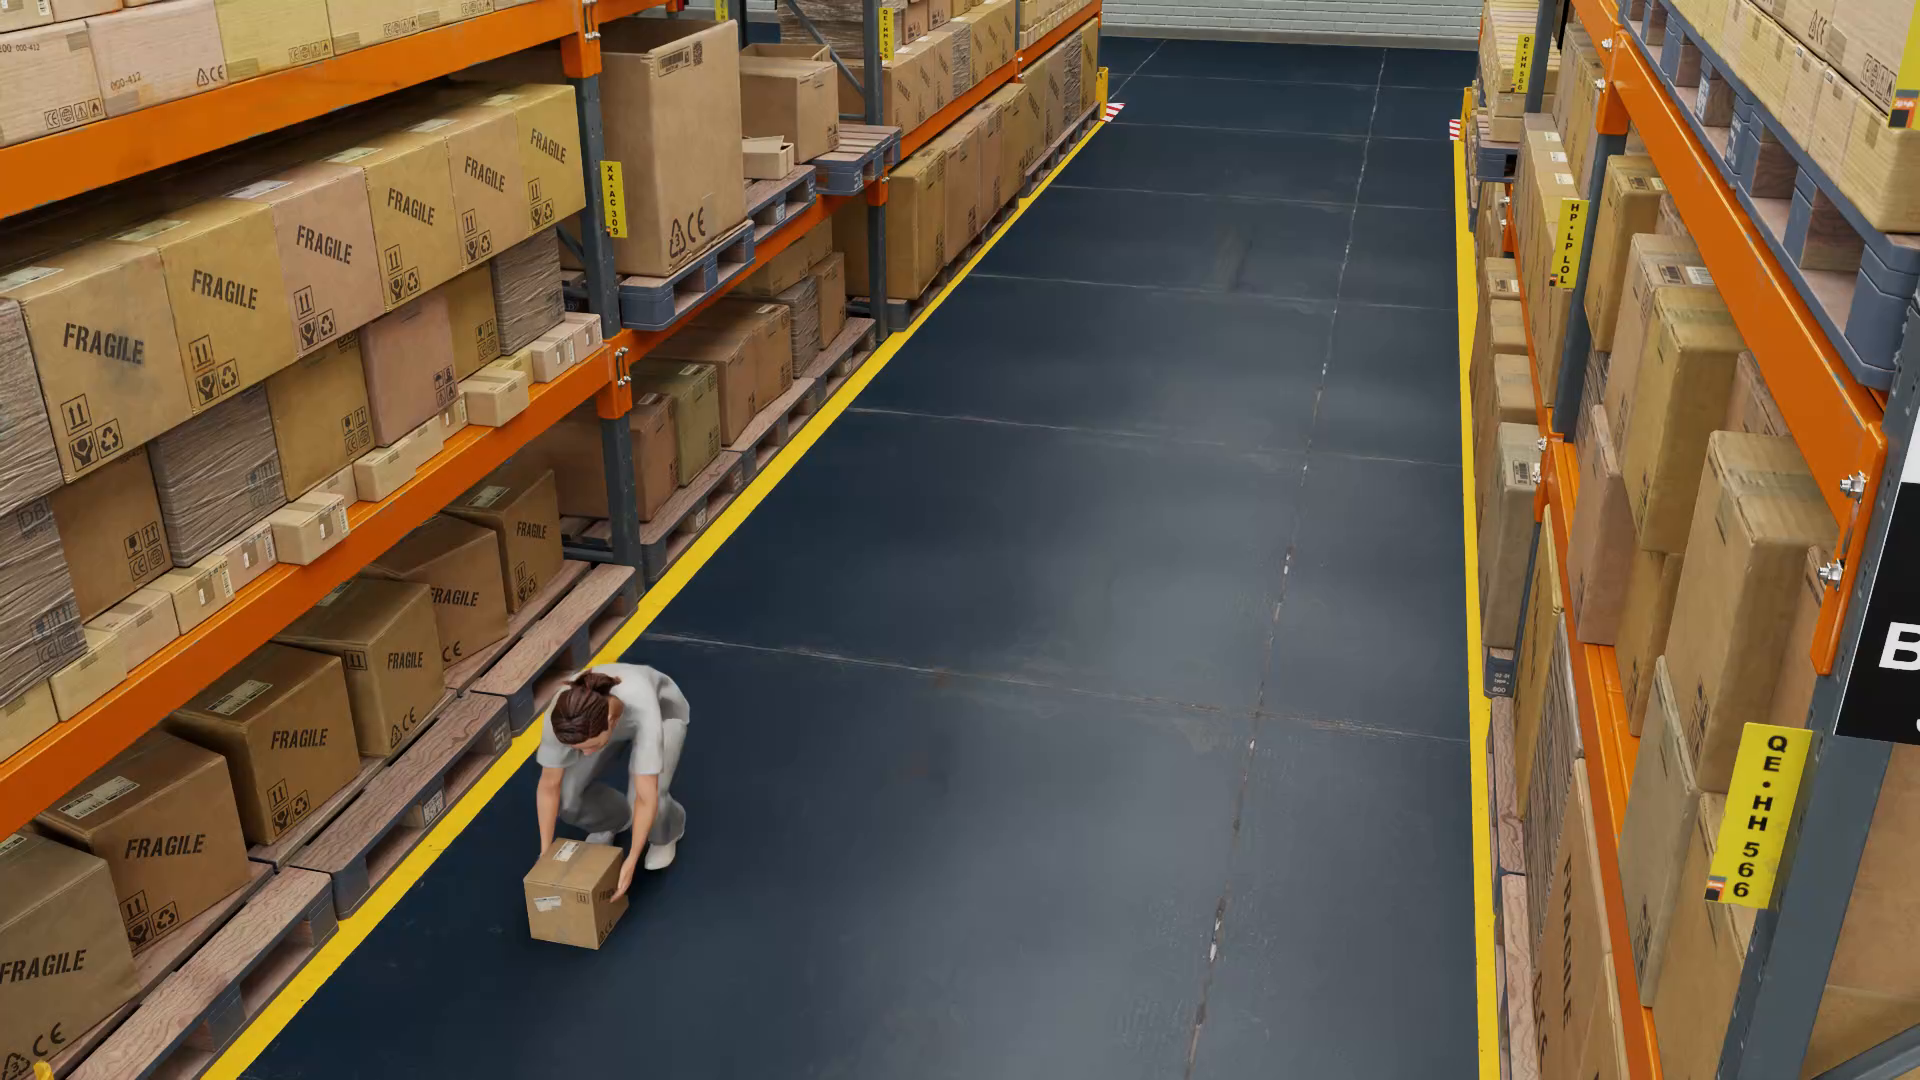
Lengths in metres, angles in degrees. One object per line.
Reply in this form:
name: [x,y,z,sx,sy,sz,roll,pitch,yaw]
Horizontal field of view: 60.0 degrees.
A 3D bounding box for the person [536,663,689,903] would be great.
person: [-1.209,0.774,5.879,0.482,0.910,0.796,6,26,13]
